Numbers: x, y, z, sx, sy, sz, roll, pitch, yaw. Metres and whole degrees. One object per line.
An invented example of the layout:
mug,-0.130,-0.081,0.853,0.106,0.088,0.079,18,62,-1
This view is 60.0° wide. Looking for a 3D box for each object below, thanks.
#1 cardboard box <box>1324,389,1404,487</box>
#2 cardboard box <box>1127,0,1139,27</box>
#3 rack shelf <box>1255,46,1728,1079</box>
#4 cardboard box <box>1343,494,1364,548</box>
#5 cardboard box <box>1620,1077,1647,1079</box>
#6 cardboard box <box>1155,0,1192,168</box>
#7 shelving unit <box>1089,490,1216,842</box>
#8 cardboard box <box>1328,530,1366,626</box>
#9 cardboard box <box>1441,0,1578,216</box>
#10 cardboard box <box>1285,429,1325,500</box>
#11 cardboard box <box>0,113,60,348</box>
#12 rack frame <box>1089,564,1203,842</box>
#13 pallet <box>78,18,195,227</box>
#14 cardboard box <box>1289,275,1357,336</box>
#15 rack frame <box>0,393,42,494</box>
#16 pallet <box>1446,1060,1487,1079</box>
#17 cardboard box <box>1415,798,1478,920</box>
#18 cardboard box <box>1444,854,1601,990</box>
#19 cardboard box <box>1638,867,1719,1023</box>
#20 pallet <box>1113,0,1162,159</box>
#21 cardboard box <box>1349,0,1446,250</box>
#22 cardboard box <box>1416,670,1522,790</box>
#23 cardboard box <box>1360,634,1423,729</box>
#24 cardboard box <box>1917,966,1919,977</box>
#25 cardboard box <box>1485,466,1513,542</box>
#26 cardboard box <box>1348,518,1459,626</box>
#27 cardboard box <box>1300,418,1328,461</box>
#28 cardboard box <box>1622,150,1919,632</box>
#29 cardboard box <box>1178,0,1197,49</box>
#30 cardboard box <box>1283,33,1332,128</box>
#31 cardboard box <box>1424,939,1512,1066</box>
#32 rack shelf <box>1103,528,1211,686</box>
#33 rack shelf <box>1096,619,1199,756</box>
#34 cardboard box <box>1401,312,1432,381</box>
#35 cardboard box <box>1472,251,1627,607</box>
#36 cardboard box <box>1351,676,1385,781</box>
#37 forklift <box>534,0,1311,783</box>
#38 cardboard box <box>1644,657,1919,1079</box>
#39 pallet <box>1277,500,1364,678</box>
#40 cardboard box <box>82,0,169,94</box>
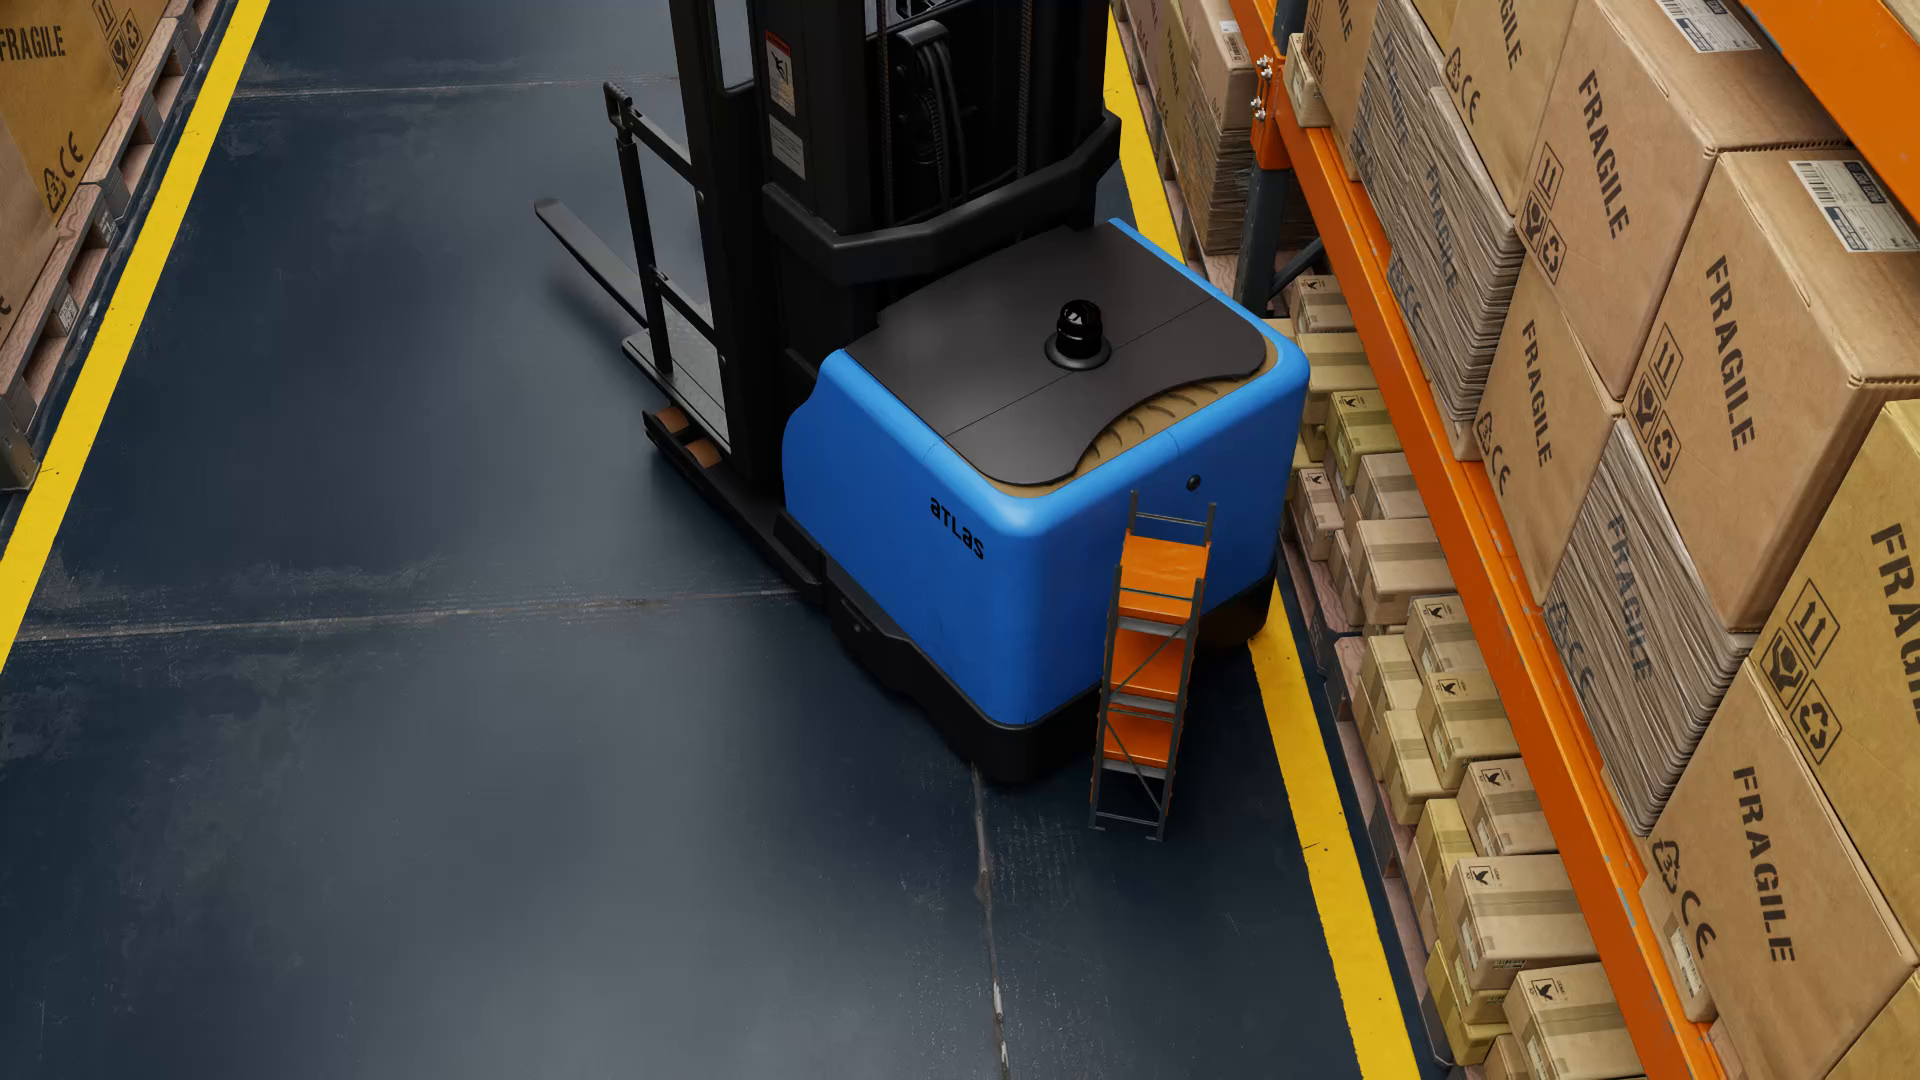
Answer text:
cardboard box,1.262,-0.299,4.731,0.380,0.149,0.250,-4,47,-4
cardboard box,0.969,-2.492,6.976,0.500,0.500,0.500,-5,47,-4
rack shelf,1.573,0.120,3.566,1.077,0.370,4.000,-3,47,-3
cardboard box,1.304,-0.012,4.665,0.380,0.149,0.250,-6,47,-5
cardboard box,1.331,1.218,3.295,0.380,0.149,0.250,-4,47,-4
cardboard box,1.050,-1.751,6.275,0.500,0.500,0.500,-4,47,-4
shelving unit,0.474,0.348,4.197,0.215,1.050,0.252,9,47,9
cardboard box,1.282,0.094,4.769,0.380,0.149,0.250,-4,47,-4
cardboard box,1.270,-0.973,3.144,0.500,0.500,0.500,-3,47,-3
cardboard box,1.138,-0.263,5.108,0.380,0.149,0.250,-2,47,-2
cardboard box,-3.650,-1.058,5.360,0.875,0.875,0.875,-2,47,-2
rack frame,0.447,0.435,4.115,0.200,1.050,0.008,9,47,9
pallet,-3.764,-1.680,6.696,1.003,0.211,1.213,-3,47,-3
cardboard box,1.228,-0.682,5.094,0.380,0.149,0.250,-2,47,-2
rack frame,-3.519,-1.201,4.321,1.000,3.000,0.127,-3,47,-3
pallet,1.701,1.633,3.558,1.003,0.211,1.213,-3,47,-3
cardboard box,1.307,0.752,3.941,0.380,0.149,0.250,-1,47,-1
cardboard box,1.295,0.836,3.657,0.380,0.149,0.250,-2,47,-2
cardboard box,1.367,0.641,2.750,0.380,0.149,0.250,-2,47,-2
pallet,1.234,-2.064,7.059,1.003,0.211,1.213,-3,47,-3
cardboard box,1.244,-0.980,3.839,0.500,0.500,0.500,-3,47,-3
cardboard box,1.333,0.451,4.022,0.380,0.149,0.250,-3,47,-3
cardboard box,1.261,0.375,4.299,0.380,0.149,0.250,-4,47,-4
cardboard box,1.454,0.523,1.727,0.500,0.500,0.500,-4,47,-4
cardboard box,1.330,-0.123,3.473,0.380,0.149,0.250,-2,47,-2
cardboard box,1.247,0.078,4.375,0.380,0.149,0.250,-3,47,-2
cardboard box,1.228,-0.382,5.015,0.380,0.149,0.250,-3,47,-3
cardboard box,1.359,-0.219,2.429,0.500,0.500,0.500,-1,47,-1
cardboard box,1.061,-2.014,6.007,0.500,0.250,0.500,-1,47,-1
cardboard box,1.103,-1.264,4.554,0.380,0.149,0.250,-2,47,-2
cardboard box,1.312,1.052,3.862,0.380,0.149,0.250,-5,47,-5
rack shelf,0.474,0.160,3.999,0.215,0.259,0.240,9,47,9
rack shelf,0.474,0.355,4.205,0.215,0.259,0.240,9,47,9
cardboard box,1.246,-0.508,3.838,0.380,0.149,0.250,-3,47,-3
cardboard box,1.325,-0.227,3.126,0.500,0.500,0.500,-1,47,-1
cardboard box,1.265,0.480,4.403,0.380,0.149,0.250,-5,47,-4
forklift,-0.382,-1.370,4.529,1.130,2.935,3.031,-29,53,-25
cardboard box,1.408,0.500,2.437,0.500,0.500,0.500,-4,47,-4
pallet,1.497,-0.132,5.230,1.003,0.211,1.213,-3,47,-3
cardboard box,-3.808,-2.358,6.592,0.875,0.875,0.875,-3,47,-3
